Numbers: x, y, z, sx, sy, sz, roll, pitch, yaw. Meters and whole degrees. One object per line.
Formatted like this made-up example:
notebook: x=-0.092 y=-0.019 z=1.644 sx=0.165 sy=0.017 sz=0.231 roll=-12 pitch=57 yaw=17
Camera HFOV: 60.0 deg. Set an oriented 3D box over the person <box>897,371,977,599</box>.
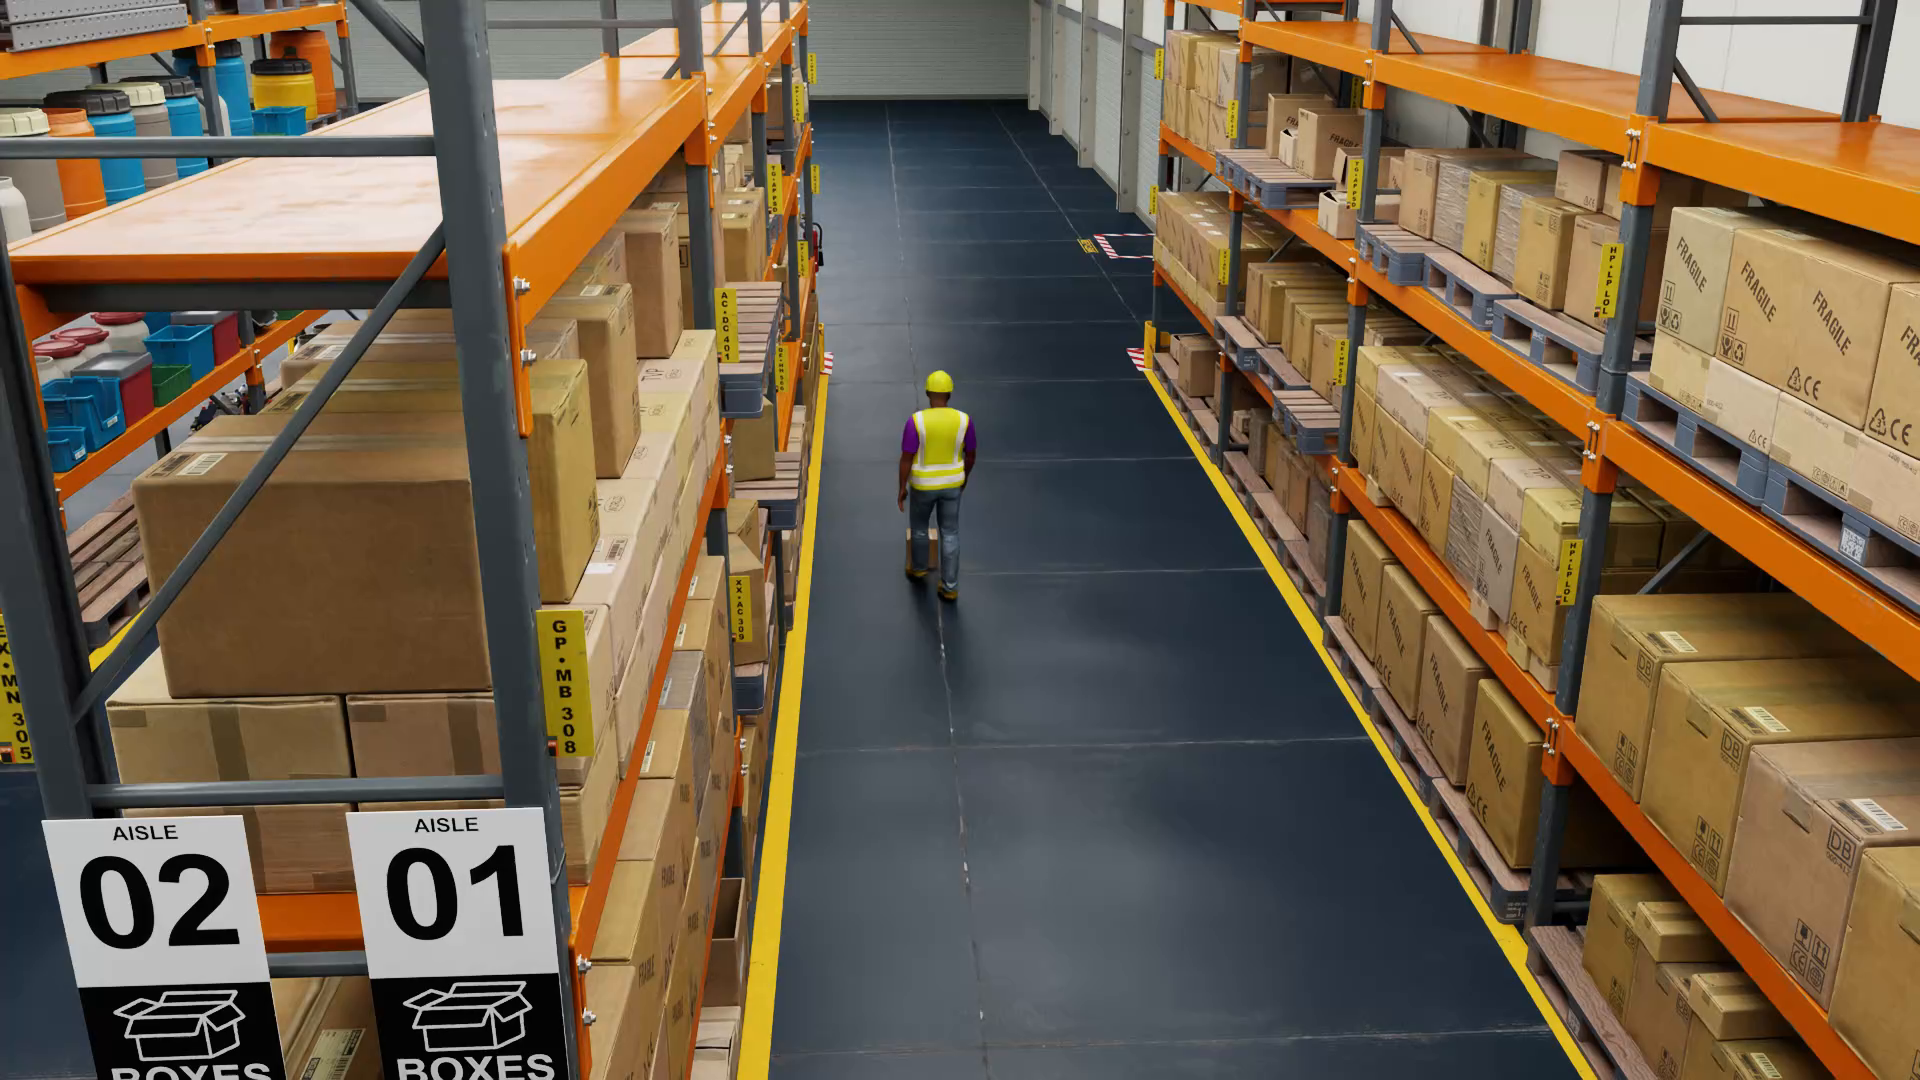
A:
person: x=-0.197 y=-0.469 z=12.787 sx=0.624 sy=1.753 sz=0.793 roll=-3 pitch=20 yaw=-8
